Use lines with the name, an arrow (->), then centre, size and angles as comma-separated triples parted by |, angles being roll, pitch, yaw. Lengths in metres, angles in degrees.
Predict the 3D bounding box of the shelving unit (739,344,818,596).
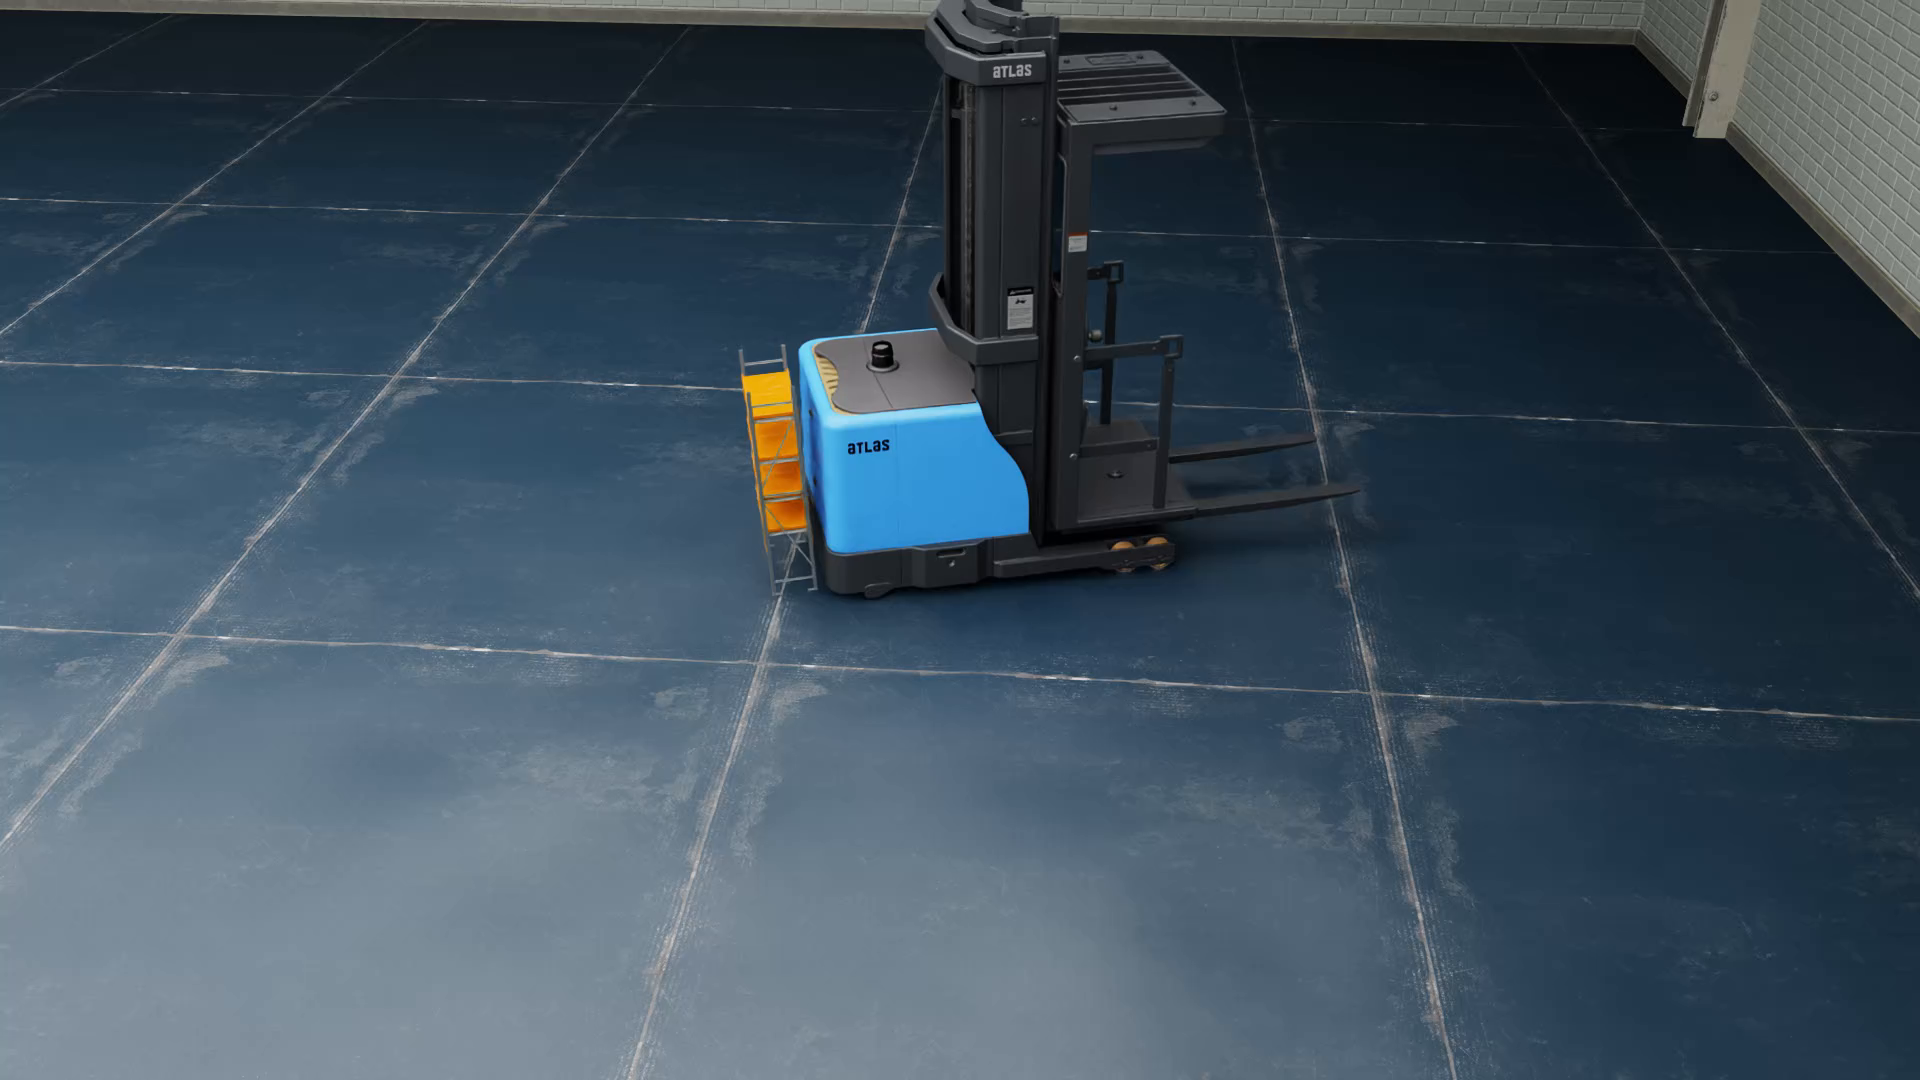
shelving unit -> -0.945, -0.357, 8.674 | 0.258, 1.200, 0.503 | -8, 32, -7

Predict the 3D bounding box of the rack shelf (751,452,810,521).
rack shelf -> -0.942, -0.300, 8.709 | 0.258, 0.148, 0.480 | -8, 32, -7

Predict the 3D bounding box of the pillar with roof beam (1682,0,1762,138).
pillar with roof beam -> 2.607, -7.800, 13.330 | 9.100, 9.000, 0.400 | 2, 32, 4

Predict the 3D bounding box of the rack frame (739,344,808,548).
rack frame -> -0.990, -0.483, 8.878 | 0.240, 1.200, 0.015 | -8, 32, -7

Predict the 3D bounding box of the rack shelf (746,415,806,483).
rack shelf -> -0.953, -0.489, 8.590 | 0.258, 0.148, 0.480 | -8, 32, -7

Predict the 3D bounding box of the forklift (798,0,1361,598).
forklift -> 0.690, -1.335, 8.623 | 3.031, 2.935, 1.130 | -7, 32, -11

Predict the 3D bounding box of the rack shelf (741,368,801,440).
rack shelf -> -0.965, -0.689, 8.465 | 0.258, 0.148, 0.480 | -8, 32, -7

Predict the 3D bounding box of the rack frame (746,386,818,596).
rack frame -> -0.900, -0.231, 8.469 | 0.240, 1.200, 0.015 | -8, 32, -7

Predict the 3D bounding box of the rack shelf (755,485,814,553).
rack shelf -> -0.932, -0.132, 8.815 | 0.258, 0.148, 0.480 | -8, 32, -7
